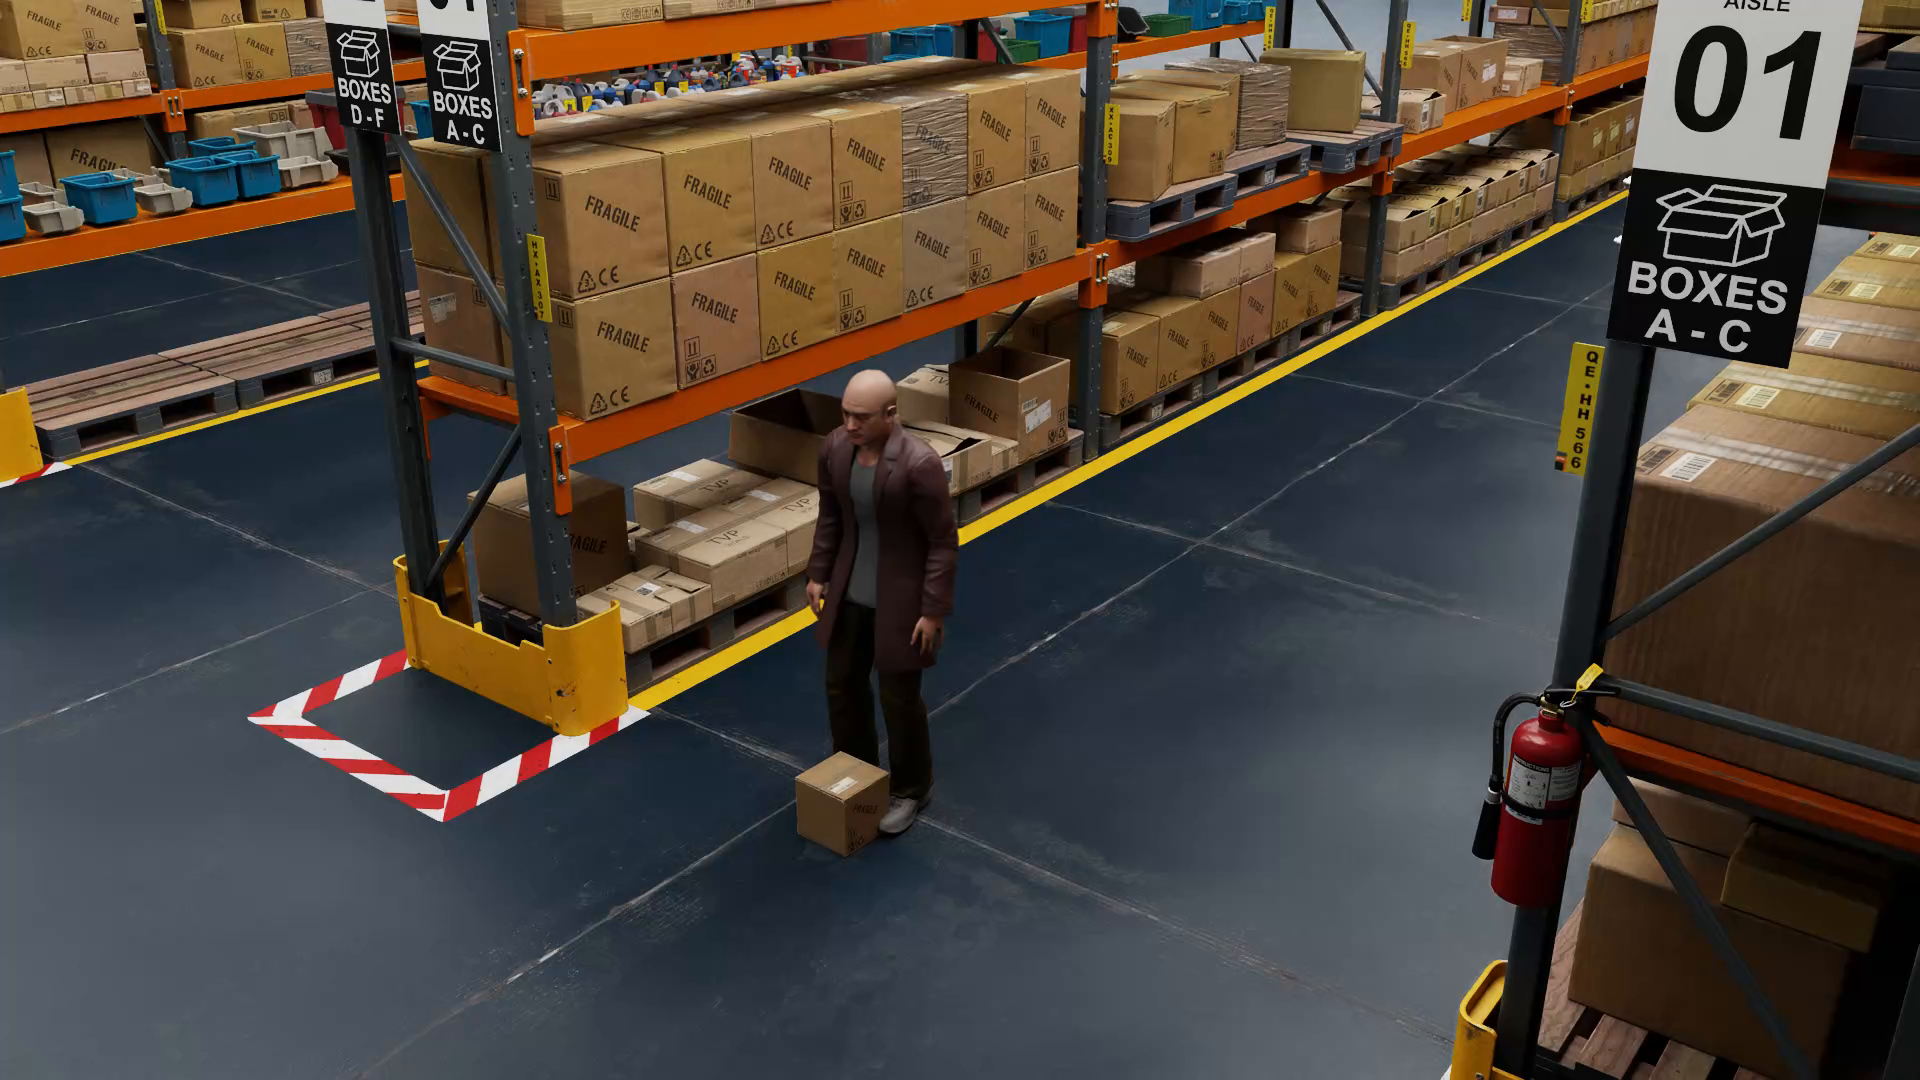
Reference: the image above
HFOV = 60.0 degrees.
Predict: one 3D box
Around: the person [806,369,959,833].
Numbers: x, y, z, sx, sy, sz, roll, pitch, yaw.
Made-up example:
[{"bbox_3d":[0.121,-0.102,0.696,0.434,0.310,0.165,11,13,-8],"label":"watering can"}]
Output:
[{"bbox_3d":[-0.297,0.210,6.127,0.651,1.773,0.417,16,28,33],"label":"person"}]
